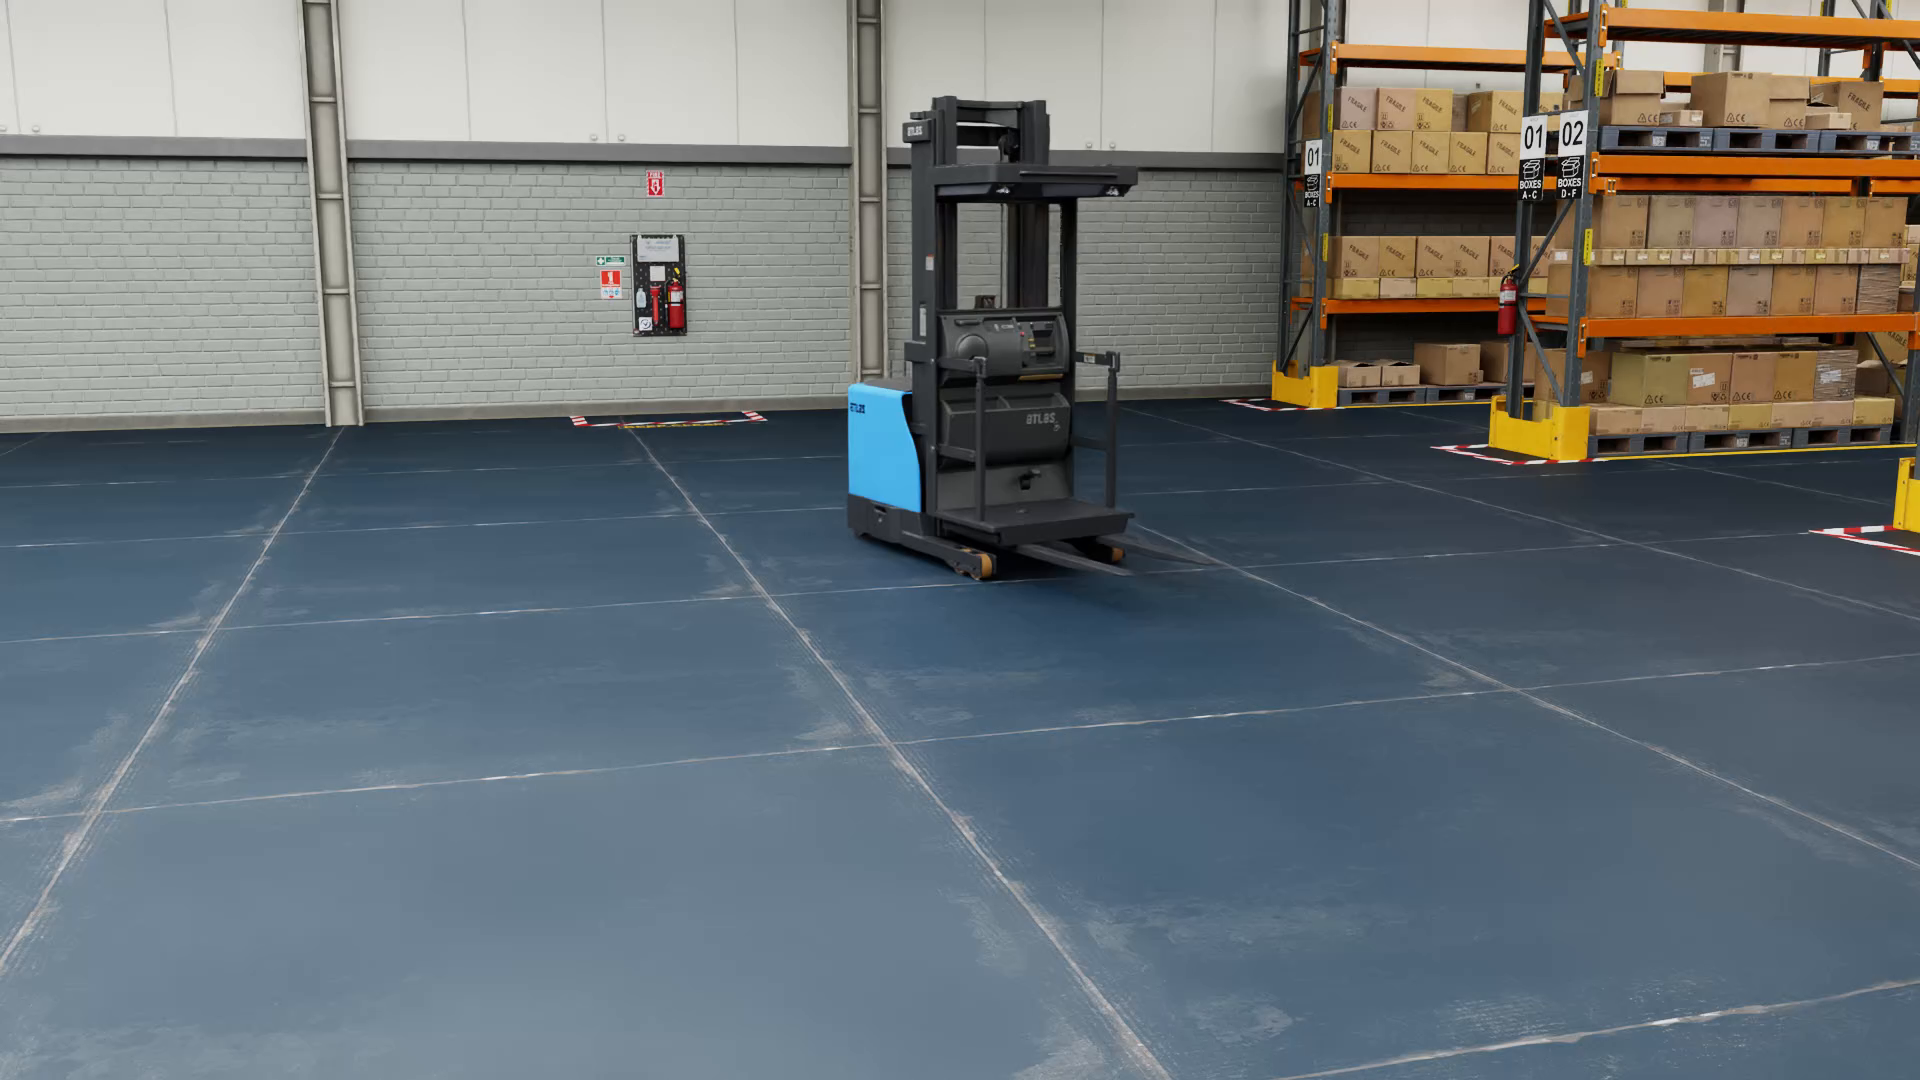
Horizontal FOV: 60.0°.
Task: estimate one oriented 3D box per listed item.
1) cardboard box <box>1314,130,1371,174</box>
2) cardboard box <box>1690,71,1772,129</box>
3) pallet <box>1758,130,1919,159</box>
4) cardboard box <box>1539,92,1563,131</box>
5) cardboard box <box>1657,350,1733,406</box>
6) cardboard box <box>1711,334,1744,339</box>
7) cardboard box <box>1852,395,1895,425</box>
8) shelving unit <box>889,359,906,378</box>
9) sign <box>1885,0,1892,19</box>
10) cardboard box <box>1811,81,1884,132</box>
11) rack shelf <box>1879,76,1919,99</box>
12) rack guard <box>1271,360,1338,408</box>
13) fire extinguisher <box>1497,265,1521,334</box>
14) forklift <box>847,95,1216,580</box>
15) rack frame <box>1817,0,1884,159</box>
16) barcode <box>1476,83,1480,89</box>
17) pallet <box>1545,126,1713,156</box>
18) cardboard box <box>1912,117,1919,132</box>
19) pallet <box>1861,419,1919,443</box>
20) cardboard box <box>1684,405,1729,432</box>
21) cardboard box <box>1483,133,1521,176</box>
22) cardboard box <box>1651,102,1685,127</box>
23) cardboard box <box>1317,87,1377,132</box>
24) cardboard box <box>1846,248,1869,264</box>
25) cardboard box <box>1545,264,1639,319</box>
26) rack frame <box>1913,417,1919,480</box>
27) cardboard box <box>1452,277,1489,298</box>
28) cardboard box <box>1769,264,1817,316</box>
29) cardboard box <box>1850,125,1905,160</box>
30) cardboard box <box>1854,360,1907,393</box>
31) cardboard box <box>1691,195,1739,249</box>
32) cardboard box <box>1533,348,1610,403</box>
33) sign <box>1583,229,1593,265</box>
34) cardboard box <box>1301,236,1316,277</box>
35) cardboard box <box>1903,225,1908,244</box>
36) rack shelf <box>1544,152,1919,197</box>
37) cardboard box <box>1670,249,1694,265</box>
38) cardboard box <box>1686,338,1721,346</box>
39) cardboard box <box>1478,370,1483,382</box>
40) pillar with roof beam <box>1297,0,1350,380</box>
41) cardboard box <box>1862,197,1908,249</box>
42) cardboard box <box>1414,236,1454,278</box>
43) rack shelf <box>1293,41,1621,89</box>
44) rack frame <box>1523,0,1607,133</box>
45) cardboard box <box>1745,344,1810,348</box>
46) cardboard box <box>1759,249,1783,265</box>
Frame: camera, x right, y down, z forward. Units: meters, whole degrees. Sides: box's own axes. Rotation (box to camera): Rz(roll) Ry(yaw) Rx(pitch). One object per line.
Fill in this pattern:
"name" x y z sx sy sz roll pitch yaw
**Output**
"cardboard box" 4.627 -4.695 20.151 0.500 0.500 0.500 -3 11 -14
"cardboard box" 7.296 -4.163 15.768 0.500 0.500 0.500 -3 11 -16
"pallet" 8.653 -3.913 16.478 1.213 0.211 1.003 -3 11 -16
"cardboard box" 7.146 -5.314 20.749 0.500 0.500 0.500 -2 11 -13
"cardboard box" 7.158 -1.592 16.270 0.500 0.500 0.500 -3 11 -16
"cardboard box" 10.184 -2.858 22.404 0.500 0.250 0.500 -3 11 -16
"cardboard box" 9.081 -1.322 16.878 0.500 0.250 0.500 -3 11 -16
"shelving unit" -0.236 -0.720 12.143 0.503 1.200 0.258 -6 12 -29
"sign" 12.079 -6.948 21.632 0.005 0.325 0.100 -3 11 -16
"cardboard box" 8.908 -4.349 16.780 0.500 0.500 0.500 -2 11 -11
"rack shelf" 13.838 -6.094 22.885 4.000 0.370 1.077 -3 11 -16
"rack guard" 4.309 -1.962 20.825 0.348 0.500 1.175 -3 11 -16
"fire extinguisher" 5.381 -2.364 16.314 0.183 0.674 0.296 -3 11 -16
"forklift" 0.407 -1.291 10.464 1.130 2.935 3.031 -6 12 -31
"rack frame" 11.918 -6.543 22.233 0.127 3.000 1.000 -3 11 -16
"barcode" 6.622 -5.804 21.257 0.075 0.075 0.001 -3 11 -16
"pallet" 6.311 -3.790 15.807 1.213 0.211 1.003 -3 11 -16
"cardboard box" 10.059 -4.167 16.865 0.500 0.250 0.500 -2 11 -10
"pallet" 10.162 -1.202 17.492 1.213 0.211 1.003 -3 11 -16
"cardboard box" 7.161 -1.221 16.327 0.500 0.250 0.500 -3 11 -16
"cardboard box" 6.651 -4.798 20.707 0.500 0.500 0.500 -3 11 -18
"cardboard box" 6.657 -4.108 16.158 0.500 0.250 0.500 -3 11 -16
"cardboard box" 4.674 -5.191 20.081 0.500 0.500 0.500 -4 11 -20
"cardboard box" 8.775 -2.821 16.515 0.250 0.149 0.380 -3 11 -18
"cardboard box" 6.076 -2.397 16.008 0.500 0.500 0.700 -3 11 -16
"rack frame" 7.005 -1.466 11.223 0.127 3.000 1.000 -3 11 -16
"cardboard box" 6.265 -3.172 20.851 0.500 0.250 0.500 -3 11 -15
"cardboard box" 8.053 -2.502 16.578 0.500 0.500 0.700 -3 11 -15
"cardboard box" 12.358 -5.367 22.641 0.500 0.500 0.700 -4 11 -20
"cardboard box" 9.774 -1.730 17.543 0.500 0.311 0.500 -3 11 -16
"cardboard box" 7.114 -3.091 16.194 0.500 0.500 0.700 -3 11 -16
"cardboard box" 6.056 -1.629 16.472 0.500 0.500 0.500 -3 11 -16
"sign" 5.774 -2.695 15.290 0.005 0.325 0.100 -3 11 -16
"cardboard box" 4.630 -3.553 20.852 0.500 0.500 0.500 -3 11 -17
"cardboard box" 12.453 -4.146 22.560 0.500 0.250 0.500 -3 11 -15
"rack shelf" 7.545 -3.549 16.244 4.000 0.370 1.077 -3 11 -16
"cardboard box" 6.797 -2.716 15.947 0.250 0.149 0.380 -3 11 -17
"cardboard box" 9.762 -2.471 22.373 0.500 0.500 0.700 -3 11 -15
"cardboard box" 6.536 -2.127 21.475 0.250 0.149 0.380 -4 11 -21
"pillar with roof beam" 5.870 -5.576 16.978 0.400 9.000 9.100 -3 11 -16
"cardboard box" 9.041 -3.193 16.746 0.500 0.500 0.700 -3 11 -16
"cardboard box" 5.754 -3.513 20.631 0.500 0.500 0.500 -3 11 -18
"rack shelf" 6.157 -5.884 20.650 4.000 0.370 1.077 -3 11 -16
"rack frame" 5.625 -5.277 15.358 0.127 3.000 1.000 -3 11 -16
"cardboard box" 8.455 -1.757 17.167 0.500 0.500 0.500 -3 11 -16
"cardboard box" 7.790 -2.768 16.232 0.250 0.149 0.380 -3 11 -14
